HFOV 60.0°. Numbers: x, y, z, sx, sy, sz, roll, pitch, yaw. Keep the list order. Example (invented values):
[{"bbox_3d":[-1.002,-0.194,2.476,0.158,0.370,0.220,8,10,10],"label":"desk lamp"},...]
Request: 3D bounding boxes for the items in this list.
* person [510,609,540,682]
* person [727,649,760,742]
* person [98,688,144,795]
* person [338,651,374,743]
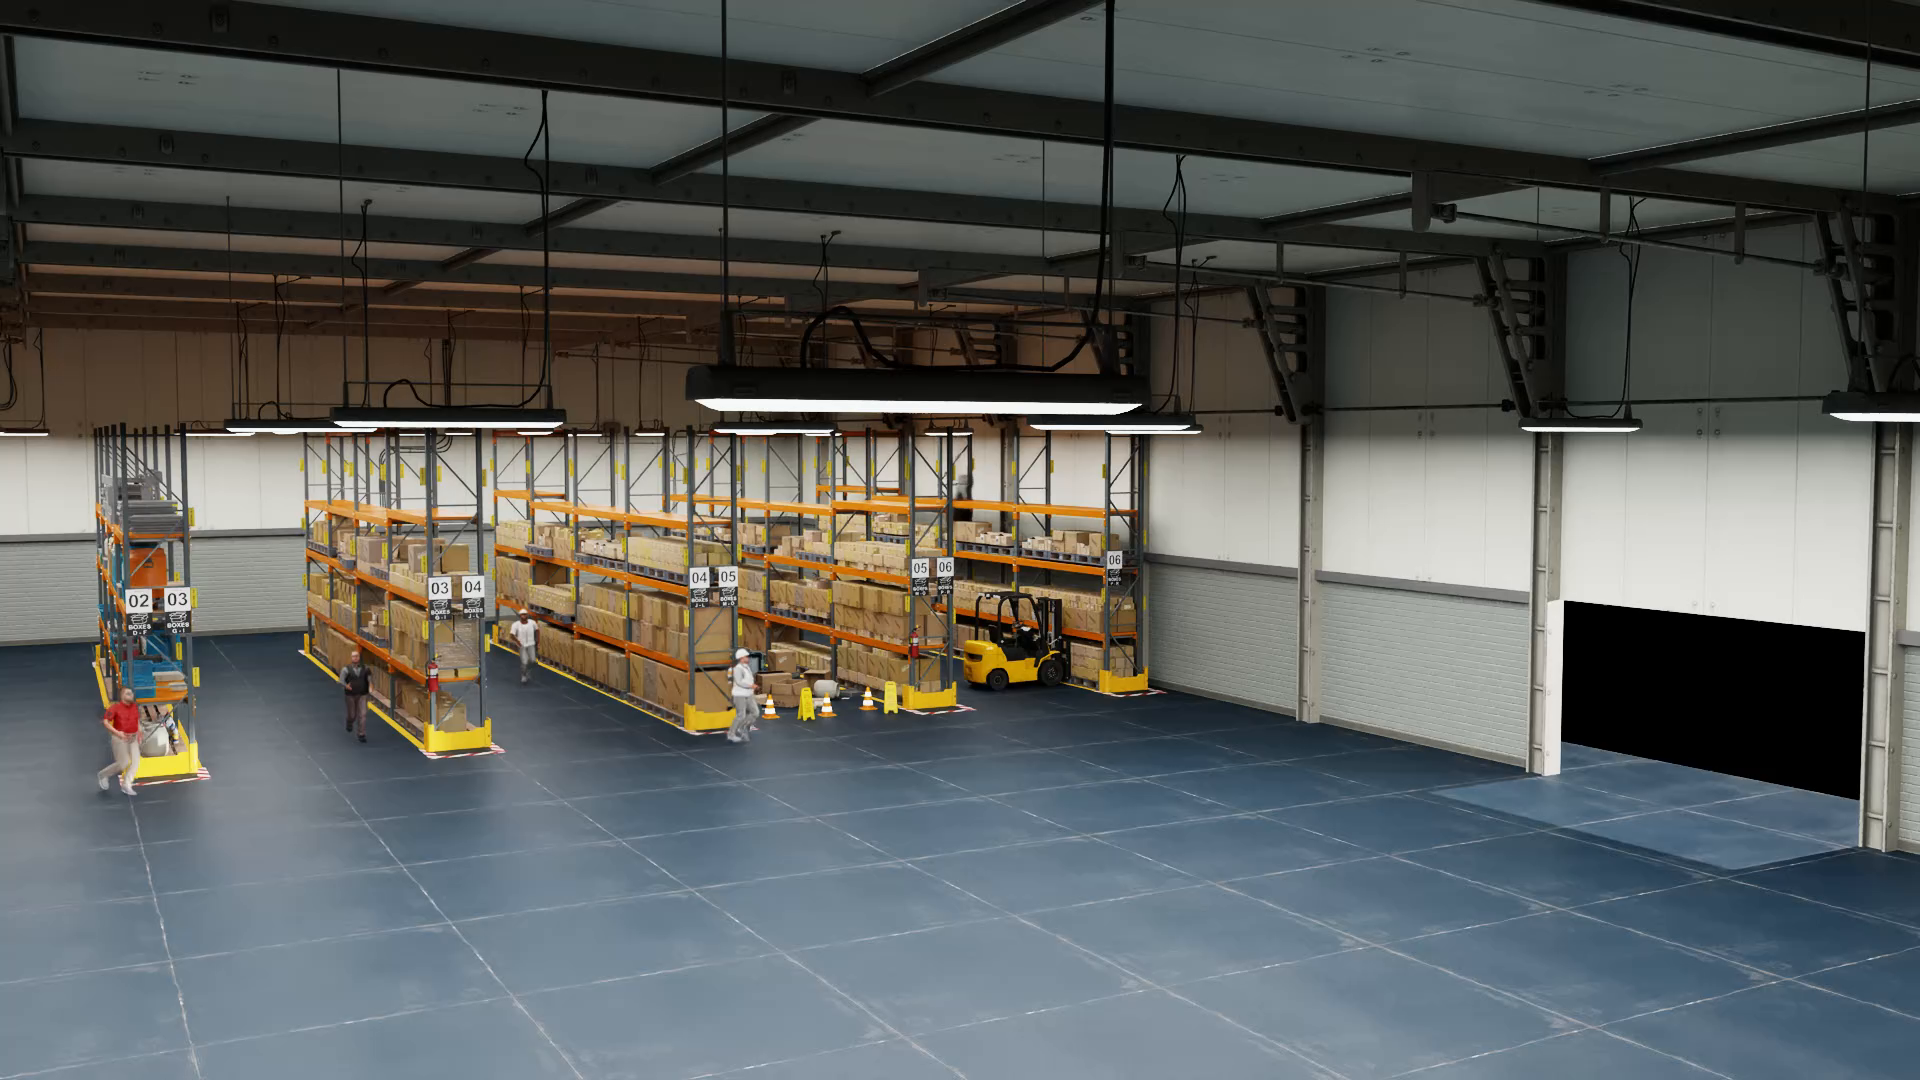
[{"bbox_3d":[-10.226,2.486,39.190,0.711,1.721,0.549,-2,4,-25],"label":"person"},{"bbox_3d":[-4.065,2.951,31.443,0.681,1.794,0.682,1,4,14],"label":"person"},{"bbox_3d":[-13.560,3.260,26.985,0.691,1.713,0.681,1,4,21],"label":"person"},{"bbox_3d":[-11.441,2.961,31.579,0.676,1.686,0.971,-2,4,-30],"label":"person"}]
